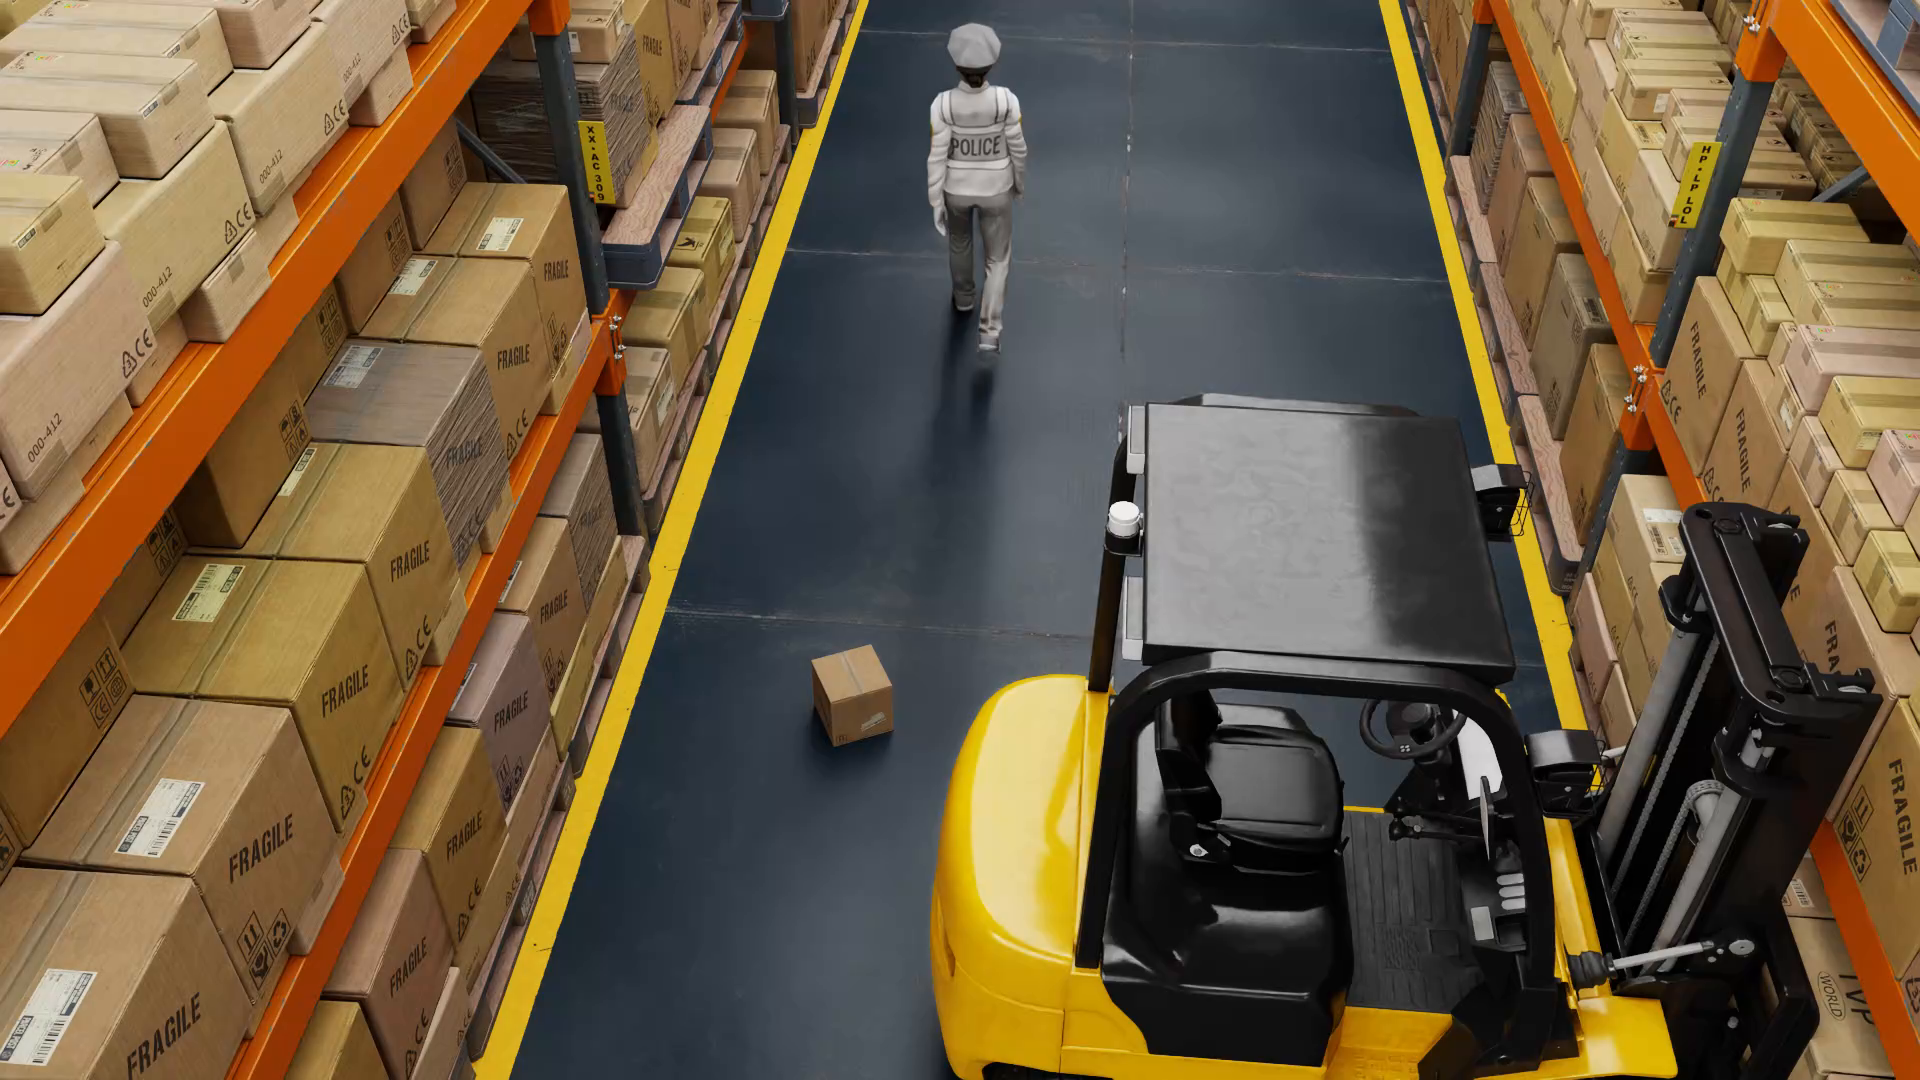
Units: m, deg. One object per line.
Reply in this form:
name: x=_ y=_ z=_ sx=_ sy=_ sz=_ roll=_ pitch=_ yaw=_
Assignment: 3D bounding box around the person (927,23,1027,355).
person: x=0.084 y=-1.717 z=8.147 sx=0.479 sy=1.647 sz=0.938 roll=2 pitch=40 yaw=2
